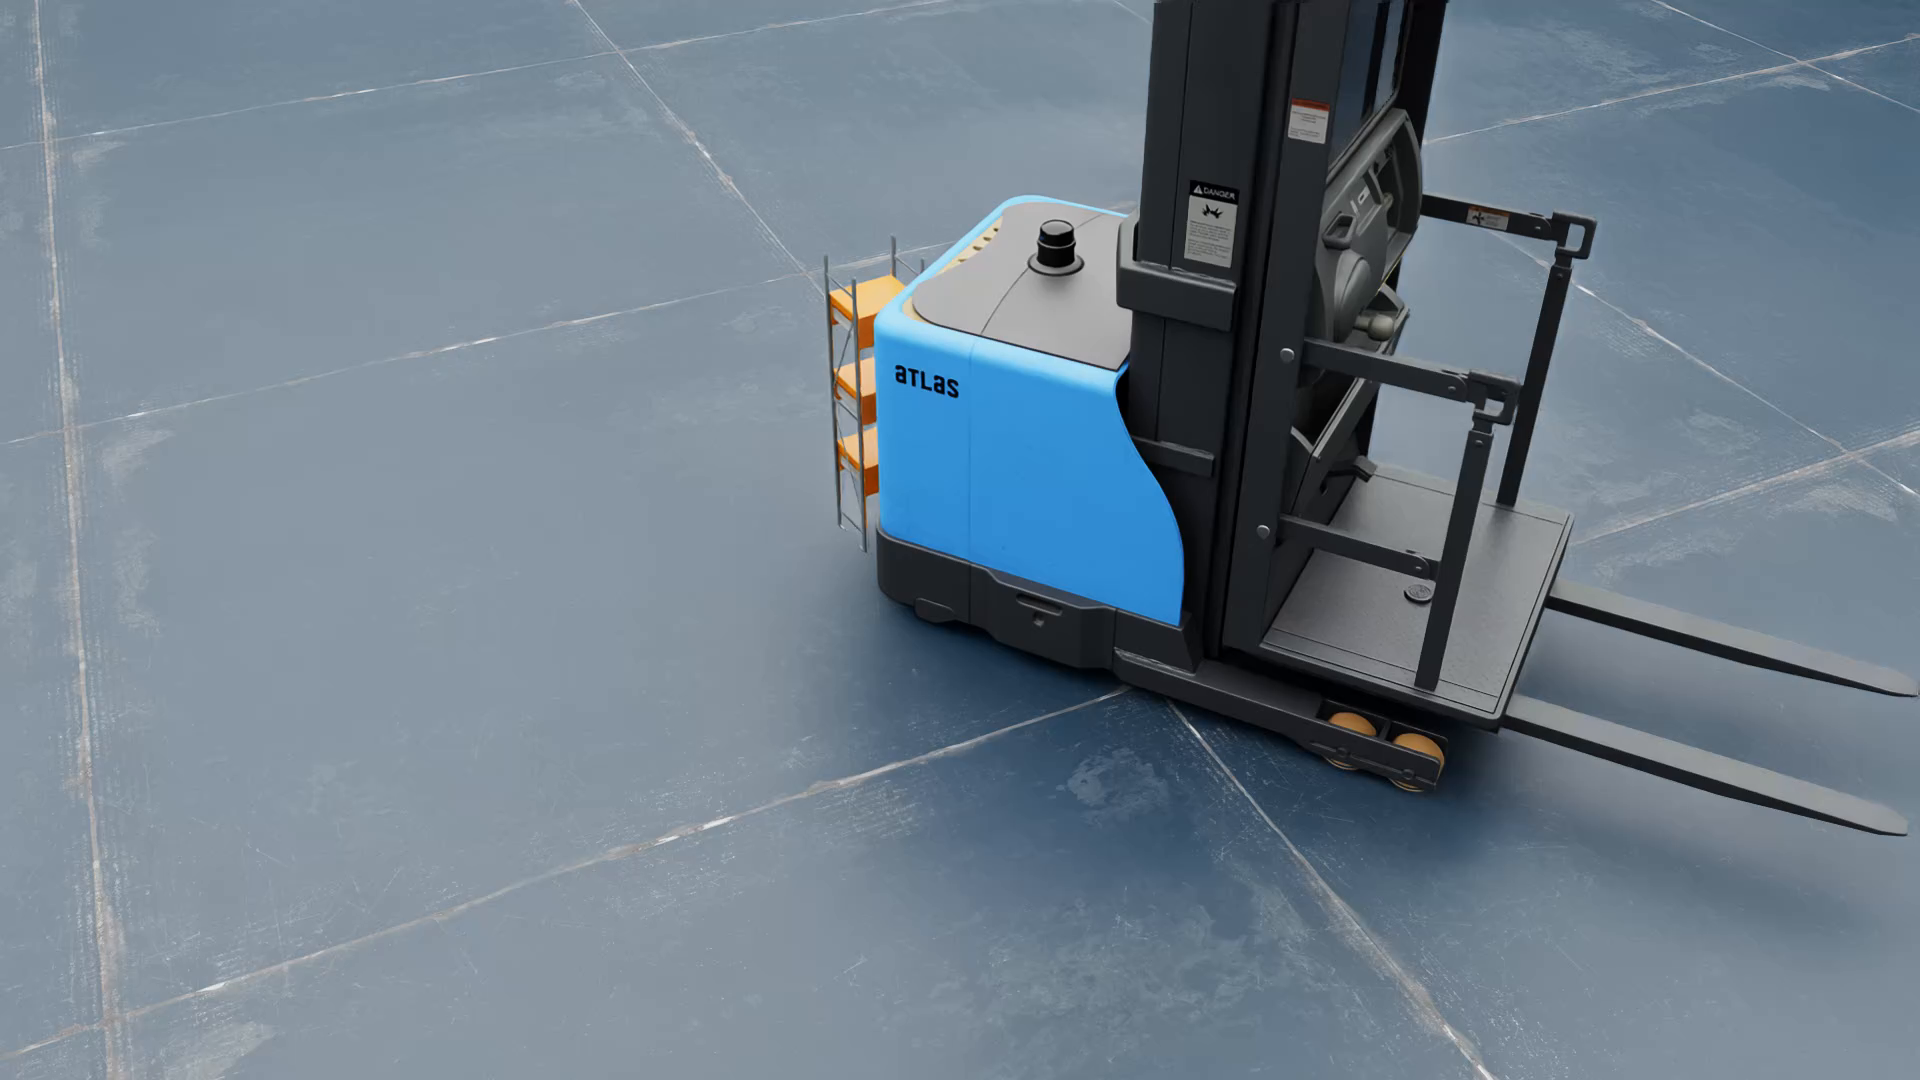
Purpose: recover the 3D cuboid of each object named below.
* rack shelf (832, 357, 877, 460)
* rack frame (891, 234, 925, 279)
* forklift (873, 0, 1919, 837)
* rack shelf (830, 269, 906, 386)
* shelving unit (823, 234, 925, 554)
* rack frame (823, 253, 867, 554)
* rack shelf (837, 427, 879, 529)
[{"bbox_3d":[-0.269,-0.455,5.499,0.240,0.259,0.215,-20,41,-25],"label":"rack shelf"},{"bbox_3d":[-0.165,-0.501,5.545,0.008,1.050,0.200,-20,41,-25],"label":"rack frame"},{"bbox_3d":[1.280,-0.818,4.393,3.031,2.935,1.130,17,40,22],"label":"forklift"},{"bbox_3d":[-0.269,-0.683,5.330,0.240,0.259,0.215,-20,41,-25],"label":"rack shelf"},{"bbox_3d":[-0.269,-0.463,5.493,0.252,1.050,0.215,-20,41,-25],"label":"shelving unit"},{"bbox_3d":[-0.373,-0.425,5.442,0.008,1.050,0.200,-20,41,-25],"label":"rack frame"},{"bbox_3d":[-0.269,-0.231,5.665,0.240,0.259,0.215,-20,41,-25],"label":"rack shelf"}]
